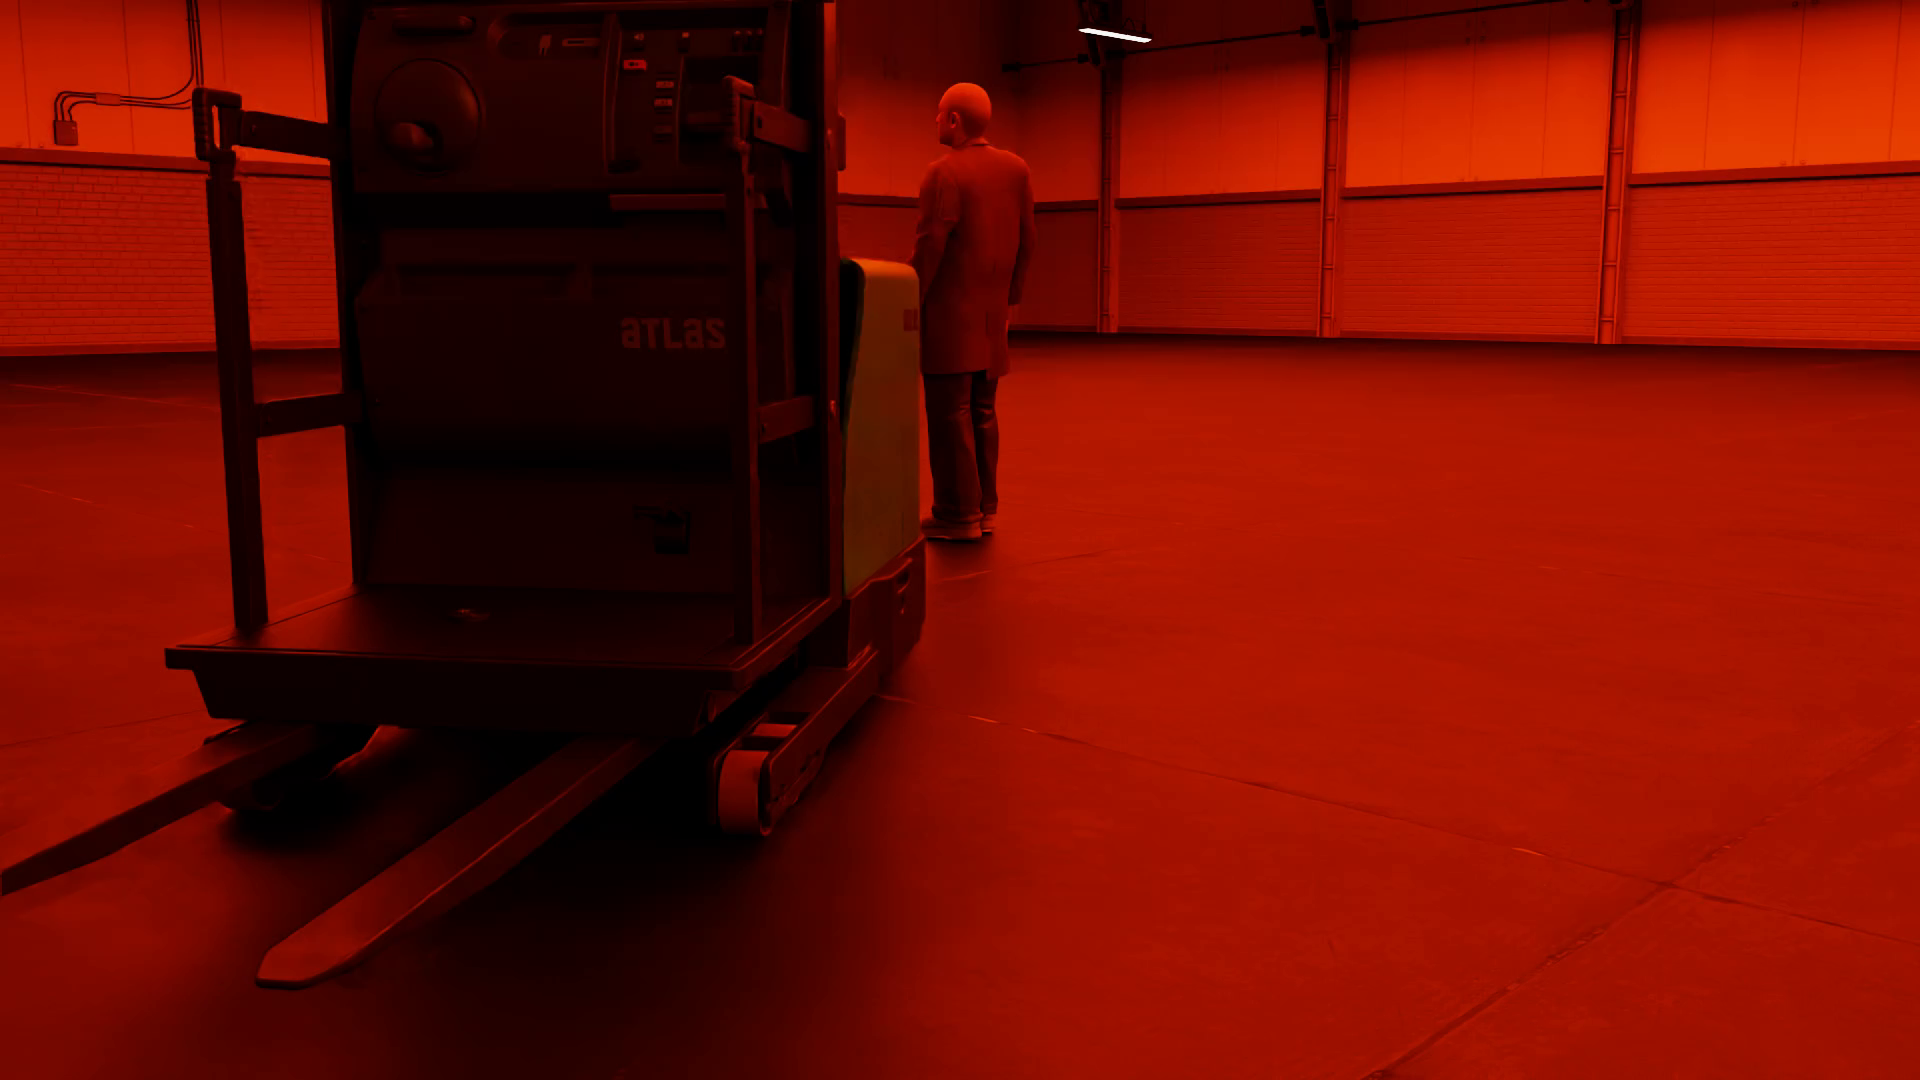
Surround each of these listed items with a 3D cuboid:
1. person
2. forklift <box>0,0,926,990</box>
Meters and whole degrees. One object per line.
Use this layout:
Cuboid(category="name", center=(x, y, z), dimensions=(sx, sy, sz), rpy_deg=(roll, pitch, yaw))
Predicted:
Cuboid(category="person", center=(-0.066, -0.897, 6.660), dimensions=(0.561, 1.775, 0.649), rpy_deg=(8, 12, 43))
Cuboid(category="forklift", center=(-0.836, -0.925, 3.228), dimensions=(1.129, 2.867, 3.031), rpy_deg=(1, 9, 9))
